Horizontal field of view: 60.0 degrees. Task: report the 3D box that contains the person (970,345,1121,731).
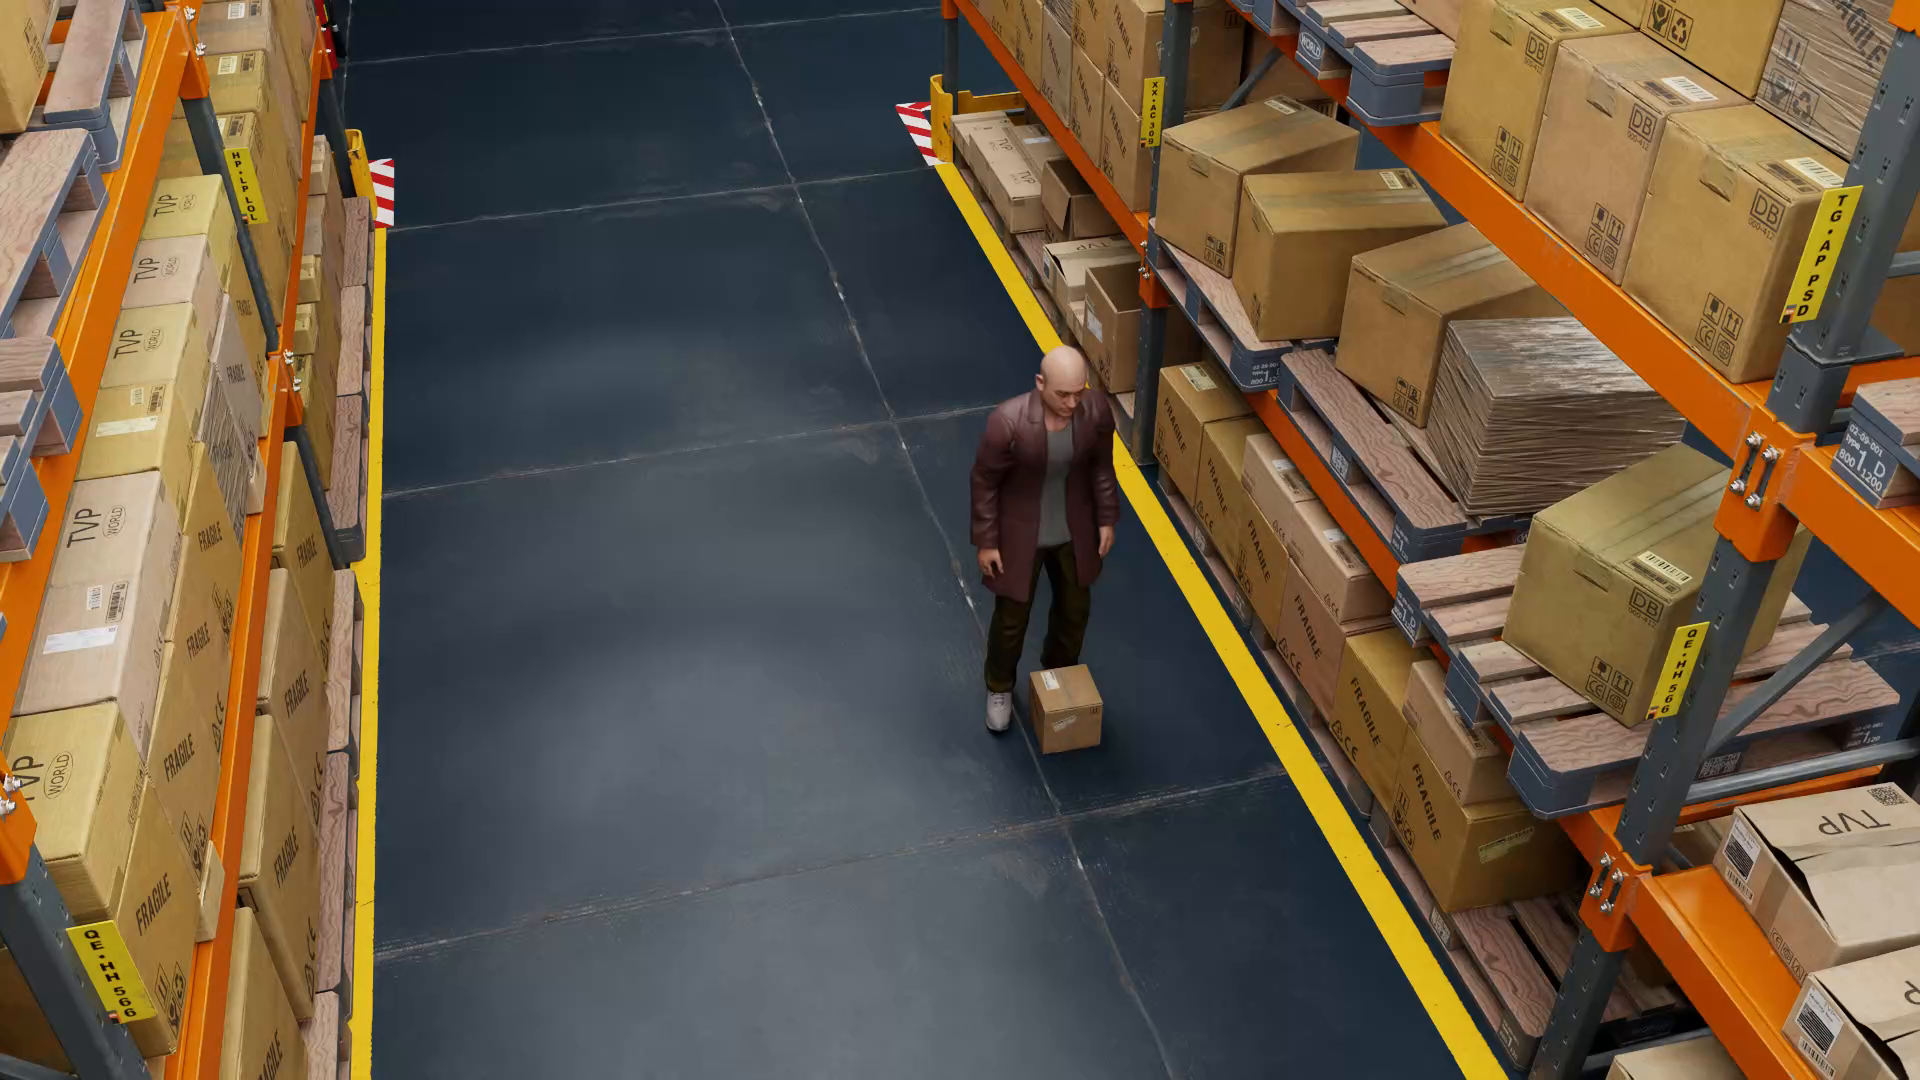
[{"bbox_3d":[0.348,-0.028,6.764,0.647,1.773,0.430,-11,39,-14],"label":"person"}]
